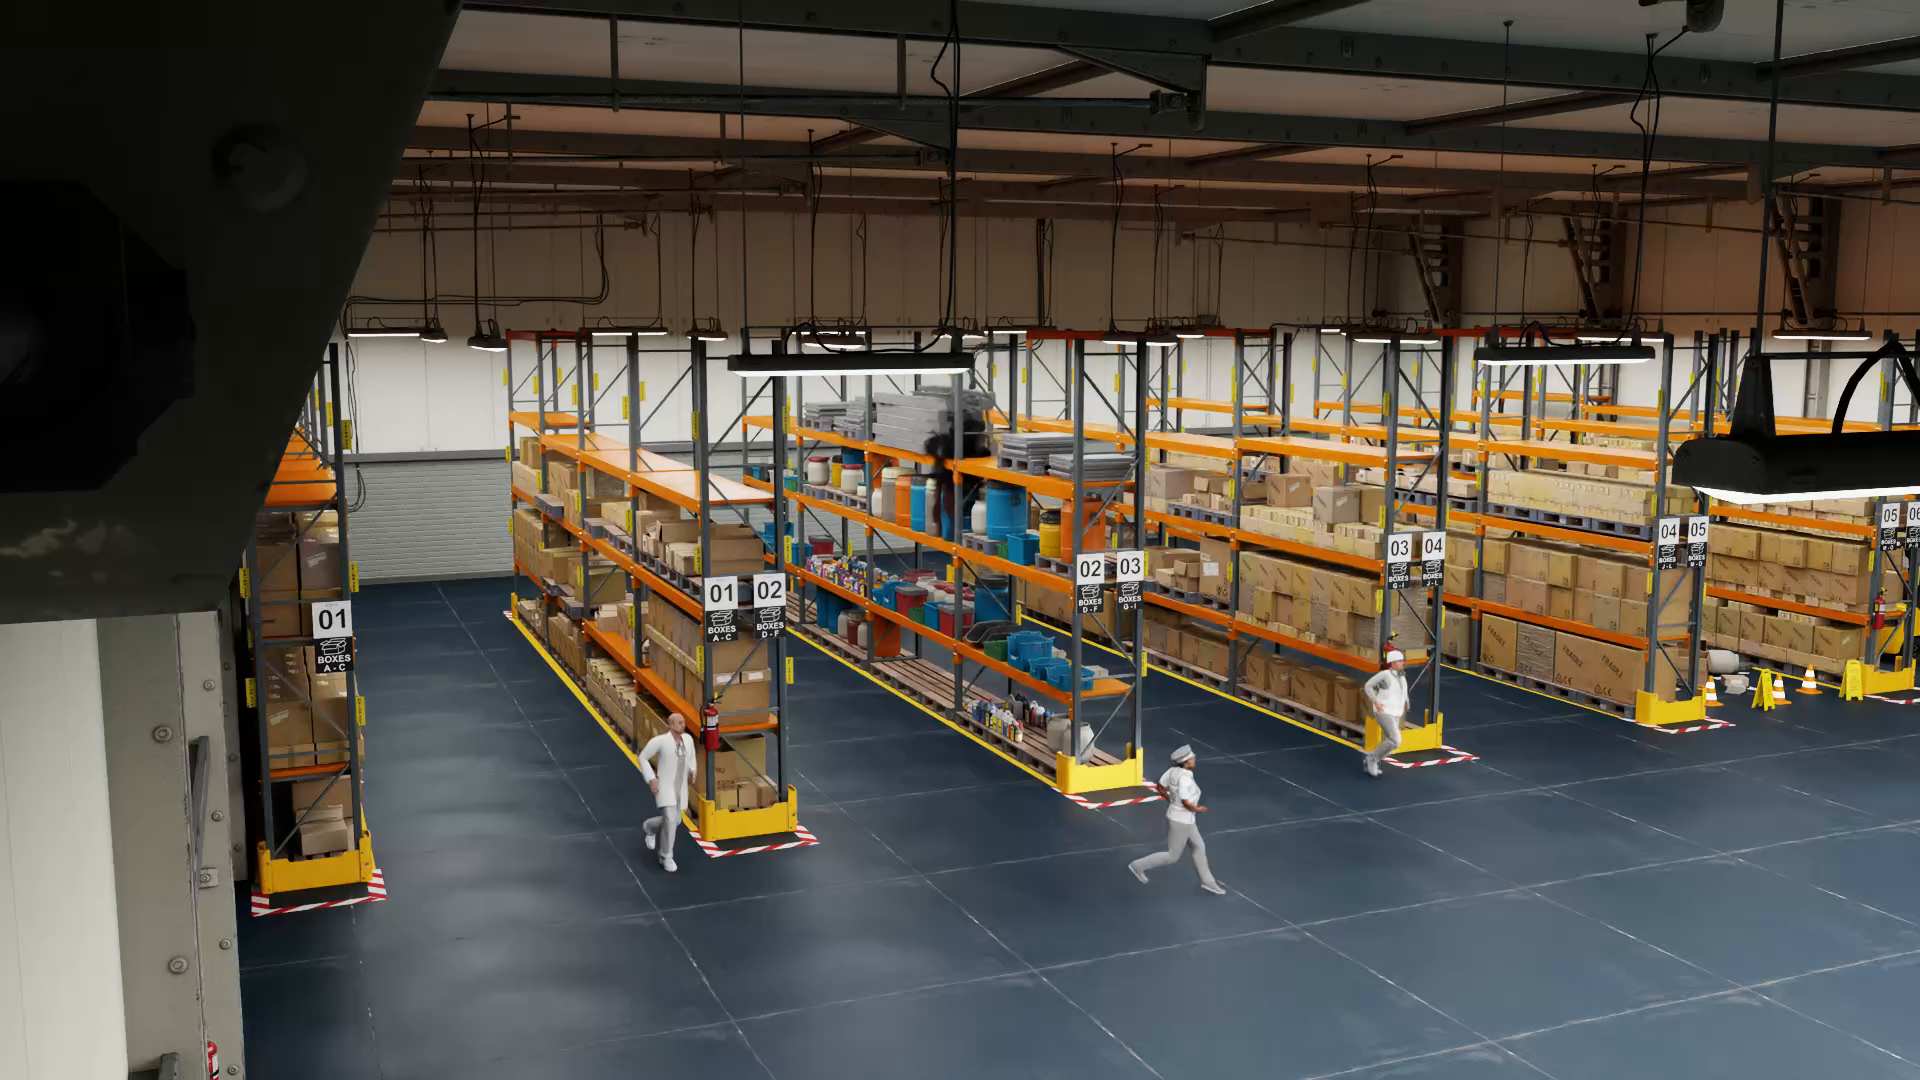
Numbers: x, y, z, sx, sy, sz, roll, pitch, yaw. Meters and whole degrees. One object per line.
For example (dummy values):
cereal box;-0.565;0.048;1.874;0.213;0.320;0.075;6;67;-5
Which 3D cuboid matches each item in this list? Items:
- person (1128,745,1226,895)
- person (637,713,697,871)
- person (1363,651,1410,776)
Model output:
person;2.372;3.069;18.052;1.091;1.703;0.521;0;8;0
person;-3.375;2.875;19.343;0.755;1.745;0.842;-8;11;-44
person;5.904;2.372;22.853;0.690;1.710;0.594;-8;11;-44
